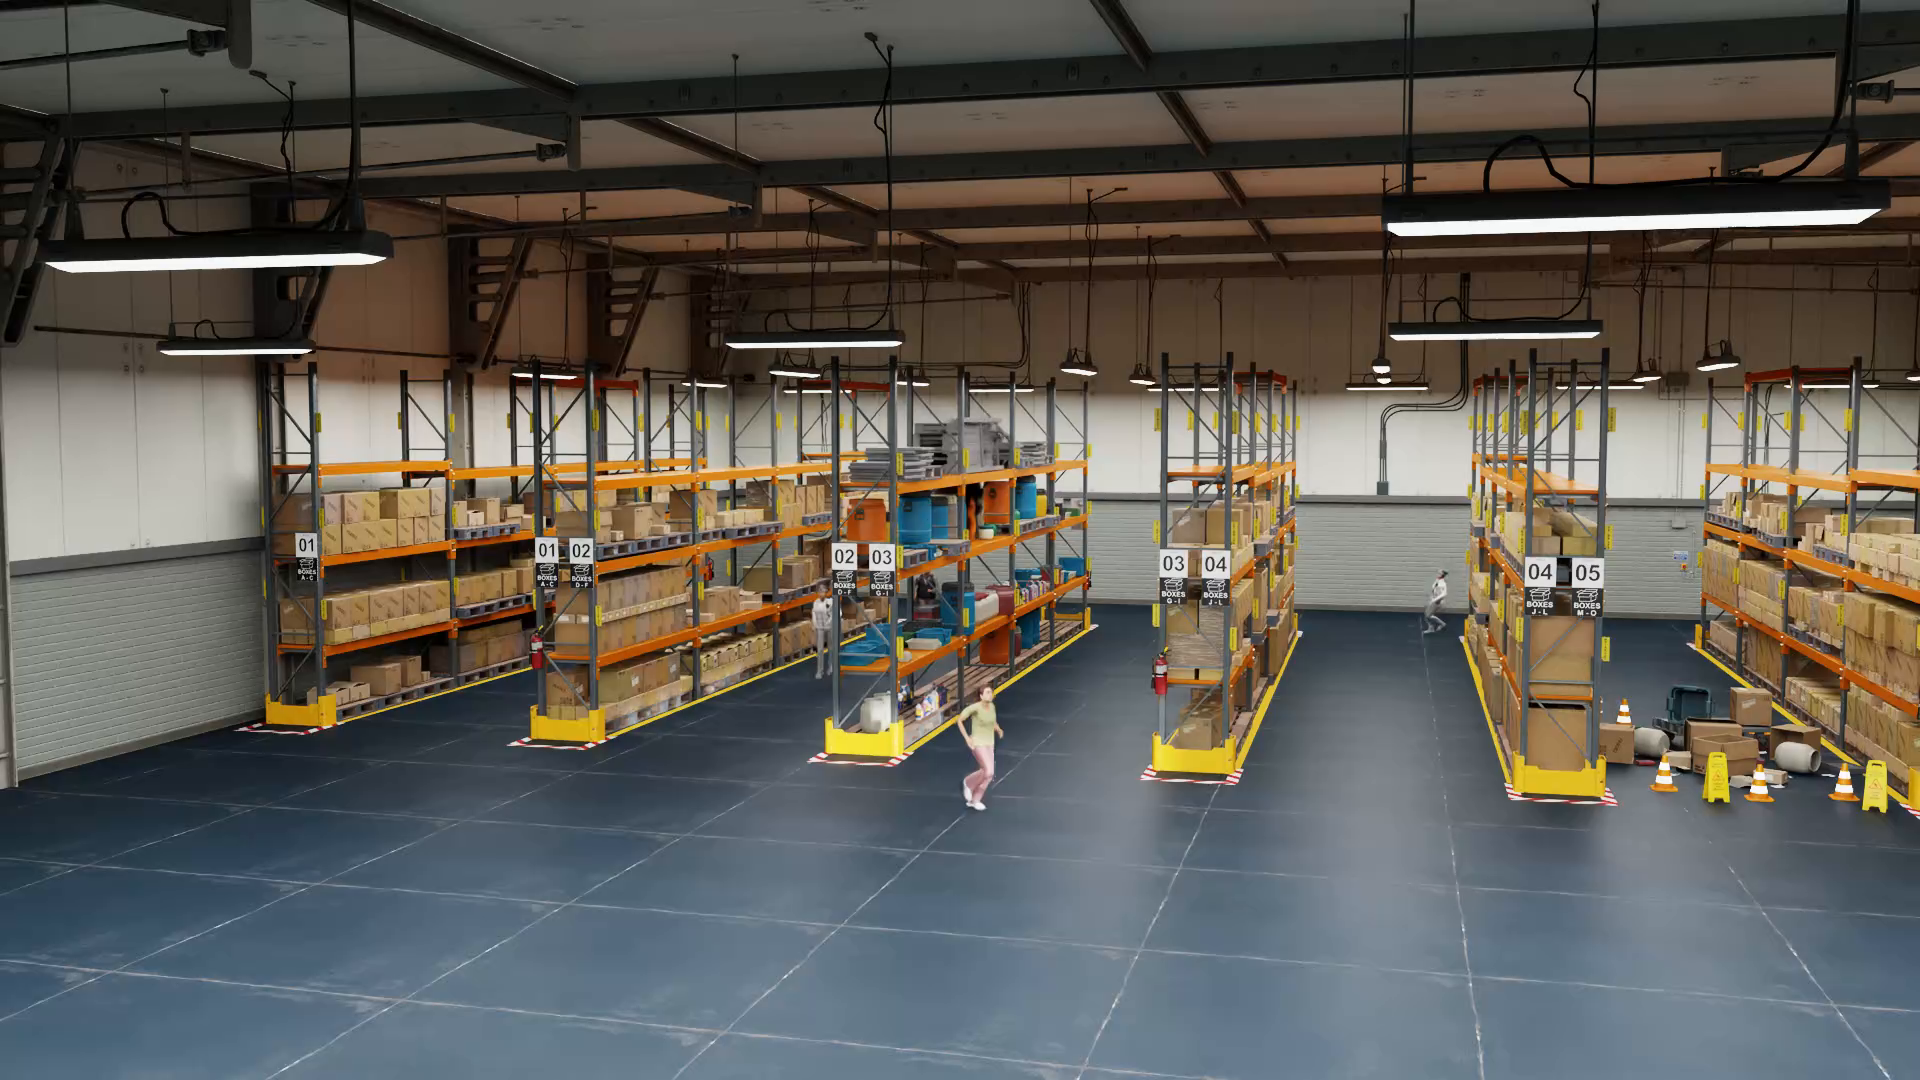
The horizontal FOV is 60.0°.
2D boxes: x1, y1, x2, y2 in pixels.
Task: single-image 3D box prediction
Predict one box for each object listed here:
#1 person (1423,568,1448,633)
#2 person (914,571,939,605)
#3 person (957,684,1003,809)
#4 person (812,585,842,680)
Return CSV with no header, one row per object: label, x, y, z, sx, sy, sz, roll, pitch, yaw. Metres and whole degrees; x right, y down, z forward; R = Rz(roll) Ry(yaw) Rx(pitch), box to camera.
person,11.257,1.450,39.343,0.533,1.611,0.693,1,4,11
person,-0.806,1.399,39.020,0.636,1.679,0.642,0,4,-2
person,0.307,2.674,21.573,0.517,1.628,0.588,4,6,43
person,-2.490,1.682,30.966,0.613,1.737,0.771,1,4,10
